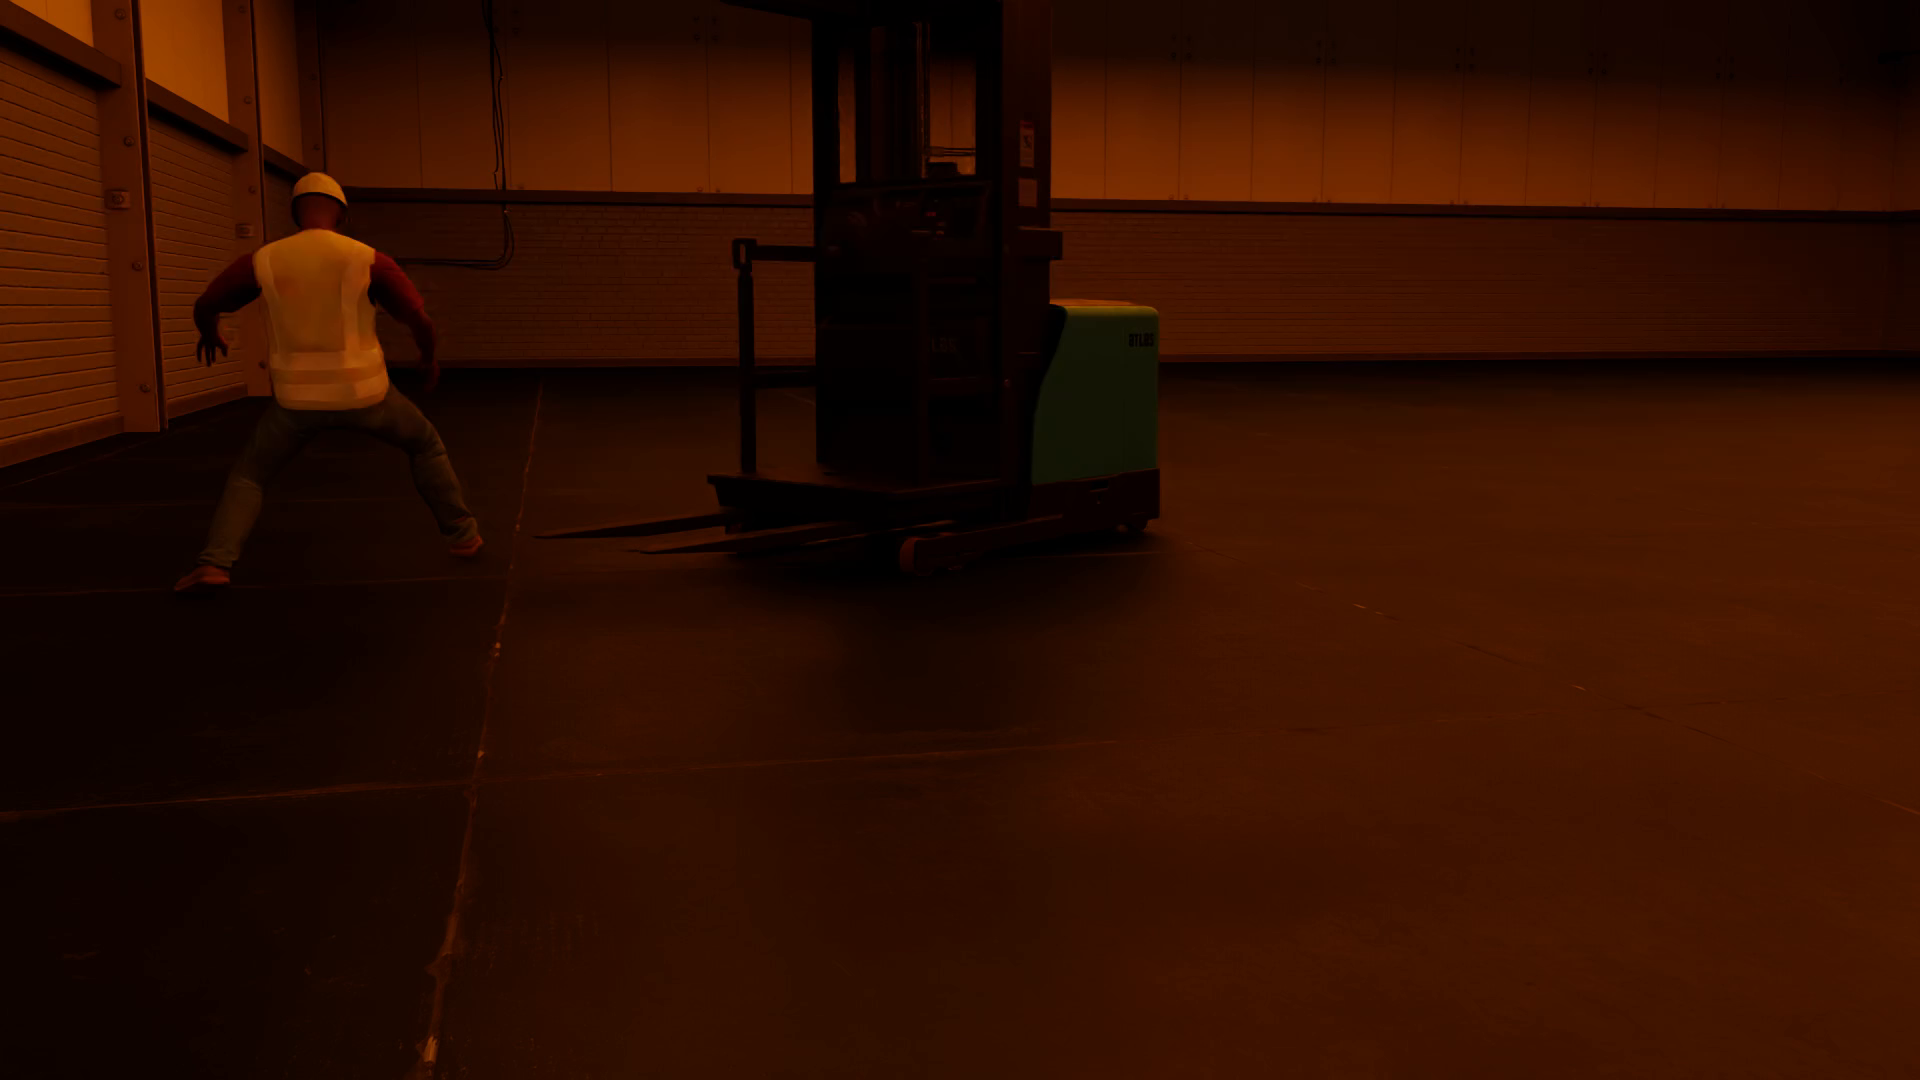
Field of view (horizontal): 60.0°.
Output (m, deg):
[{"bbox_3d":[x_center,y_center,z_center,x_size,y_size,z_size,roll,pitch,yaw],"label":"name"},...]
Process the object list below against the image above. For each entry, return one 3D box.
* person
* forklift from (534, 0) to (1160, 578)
[{"bbox_3d":[-2.510,-0.637,6.576,1.053,1.598,0.993,-1,8,-9],"label":"person"},{"bbox_3d":[-0.371,-1.378,6.980,1.130,2.935,3.031,7,10,39],"label":"forklift"}]
